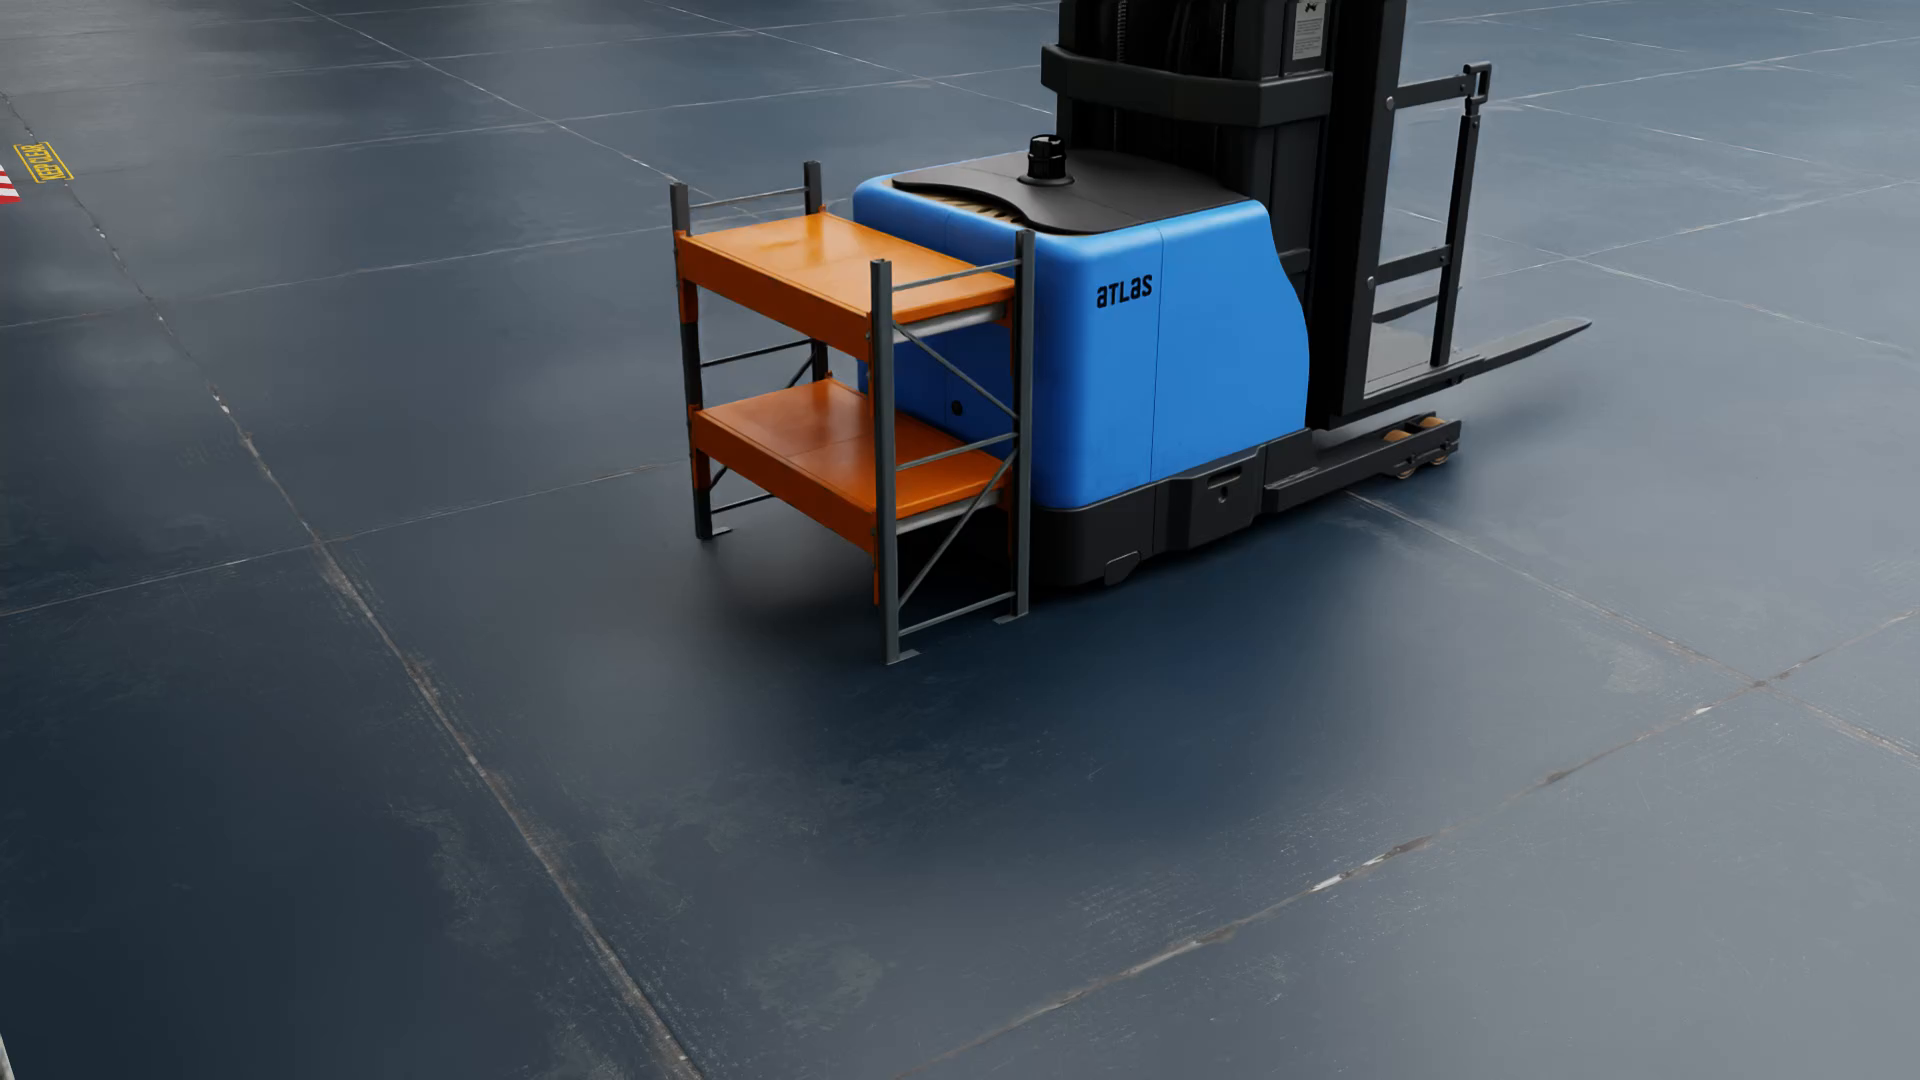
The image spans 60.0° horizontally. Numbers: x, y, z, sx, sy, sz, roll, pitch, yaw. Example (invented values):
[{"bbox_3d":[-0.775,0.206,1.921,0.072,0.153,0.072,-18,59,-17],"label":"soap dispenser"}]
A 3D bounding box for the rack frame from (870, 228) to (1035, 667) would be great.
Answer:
[{"bbox_3d":[-0.011,-0.234,4.426,0.500,1.125,0.032,-18,31,-33],"label":"rack frame"}]

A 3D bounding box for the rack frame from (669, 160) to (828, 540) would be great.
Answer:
[{"bbox_3d":[-0.629,-0.578,5.156,0.500,1.125,0.032,-18,31,-33],"label":"rack frame"}]

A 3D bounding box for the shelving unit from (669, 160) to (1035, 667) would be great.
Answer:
[{"bbox_3d":[-0.320,-0.406,4.791,0.538,1.125,1.048,-18,31,-33],"label":"shelving unit"}]

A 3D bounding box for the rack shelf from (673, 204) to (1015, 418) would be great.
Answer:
[{"bbox_3d":[-0.321,-0.670,4.666,0.538,0.278,1.000,-18,31,-33],"label":"rack shelf"}]

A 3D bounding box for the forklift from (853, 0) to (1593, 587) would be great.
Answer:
[{"bbox_3d":[1.117,-1.690,5.396,3.031,2.935,1.130,-19,31,-35],"label":"forklift"}]

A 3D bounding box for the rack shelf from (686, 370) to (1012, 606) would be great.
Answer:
[{"bbox_3d":[-0.320,-0.185,4.895,0.538,0.278,1.000,-18,31,-33],"label":"rack shelf"}]
